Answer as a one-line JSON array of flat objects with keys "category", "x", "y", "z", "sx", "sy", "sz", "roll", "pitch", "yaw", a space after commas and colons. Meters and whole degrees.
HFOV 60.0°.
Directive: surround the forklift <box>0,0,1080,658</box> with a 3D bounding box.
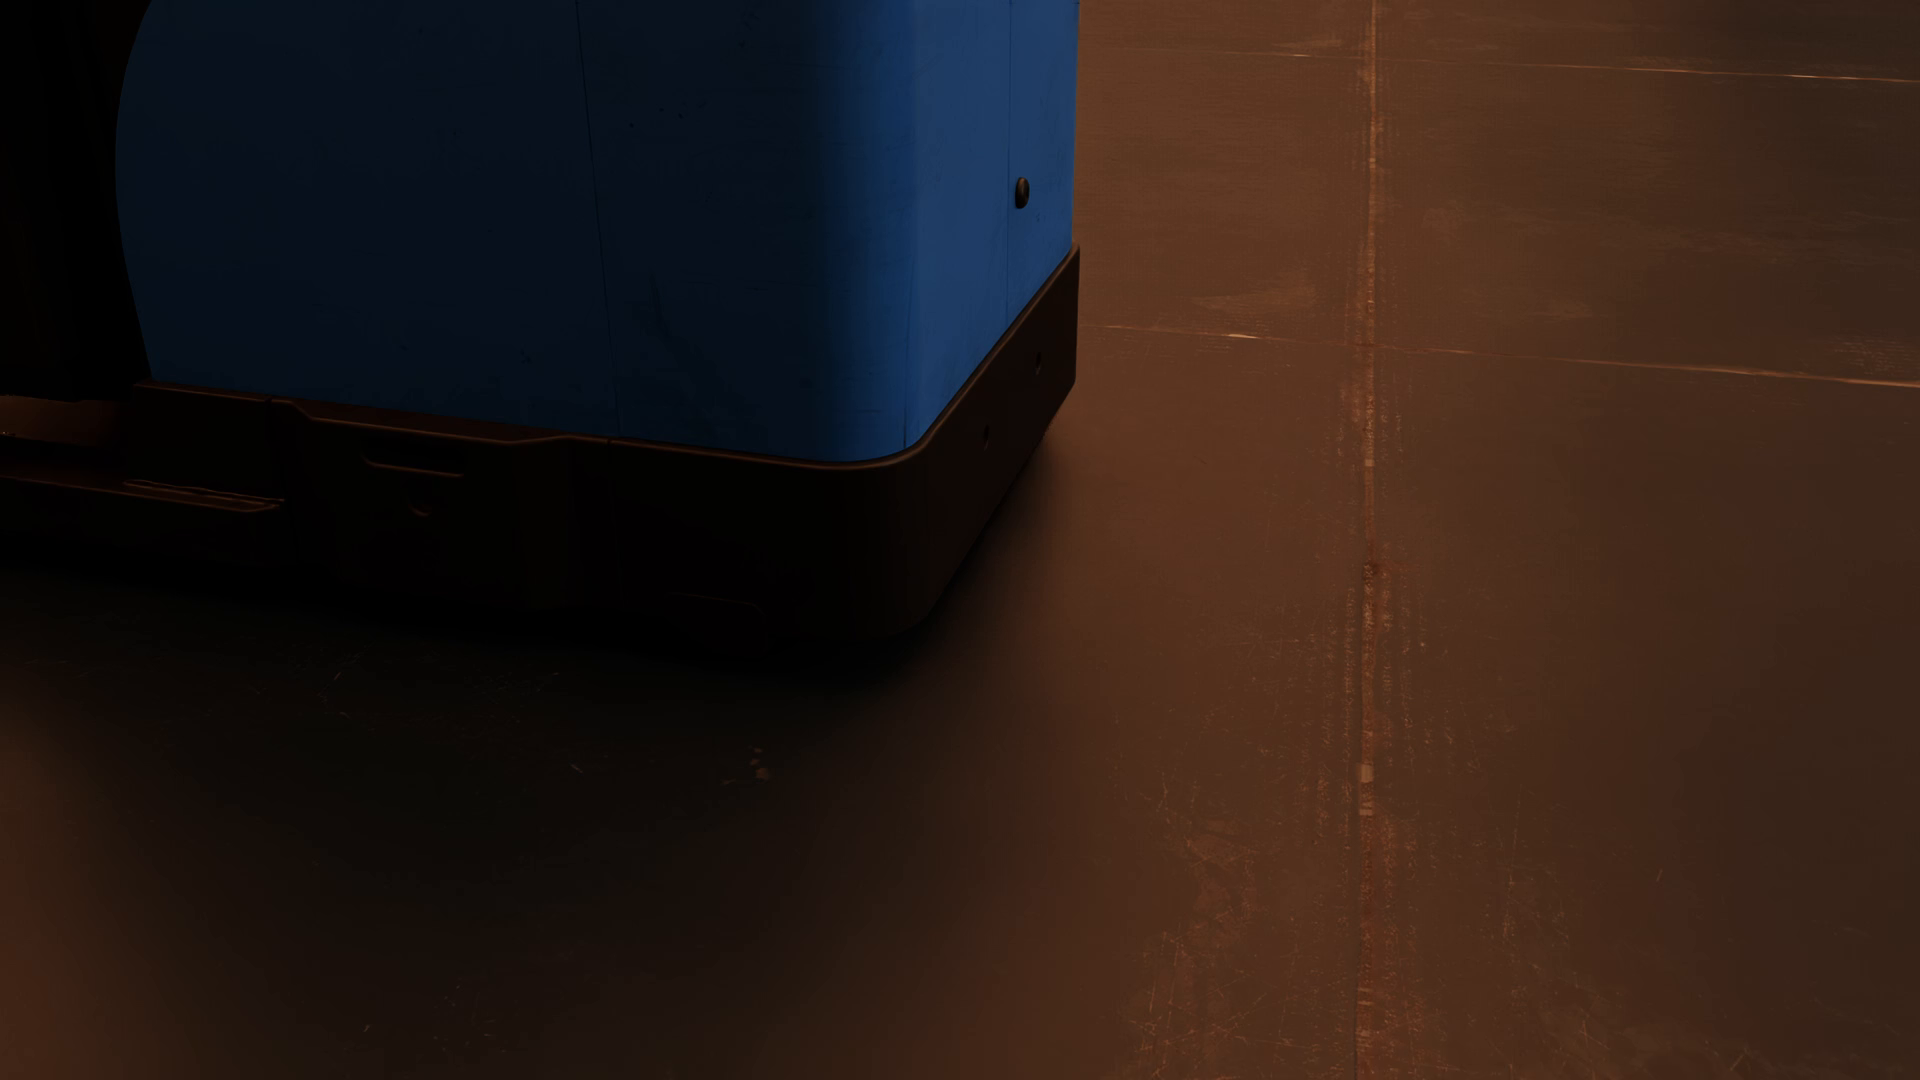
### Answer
[{"category": "forklift", "x": -1.375, "y": -1.522, "z": 2.264, "sx": 3.031, "sy": 2.935, "sz": 1.130, "roll": 8, "pitch": 28, "yaw": 15}]
